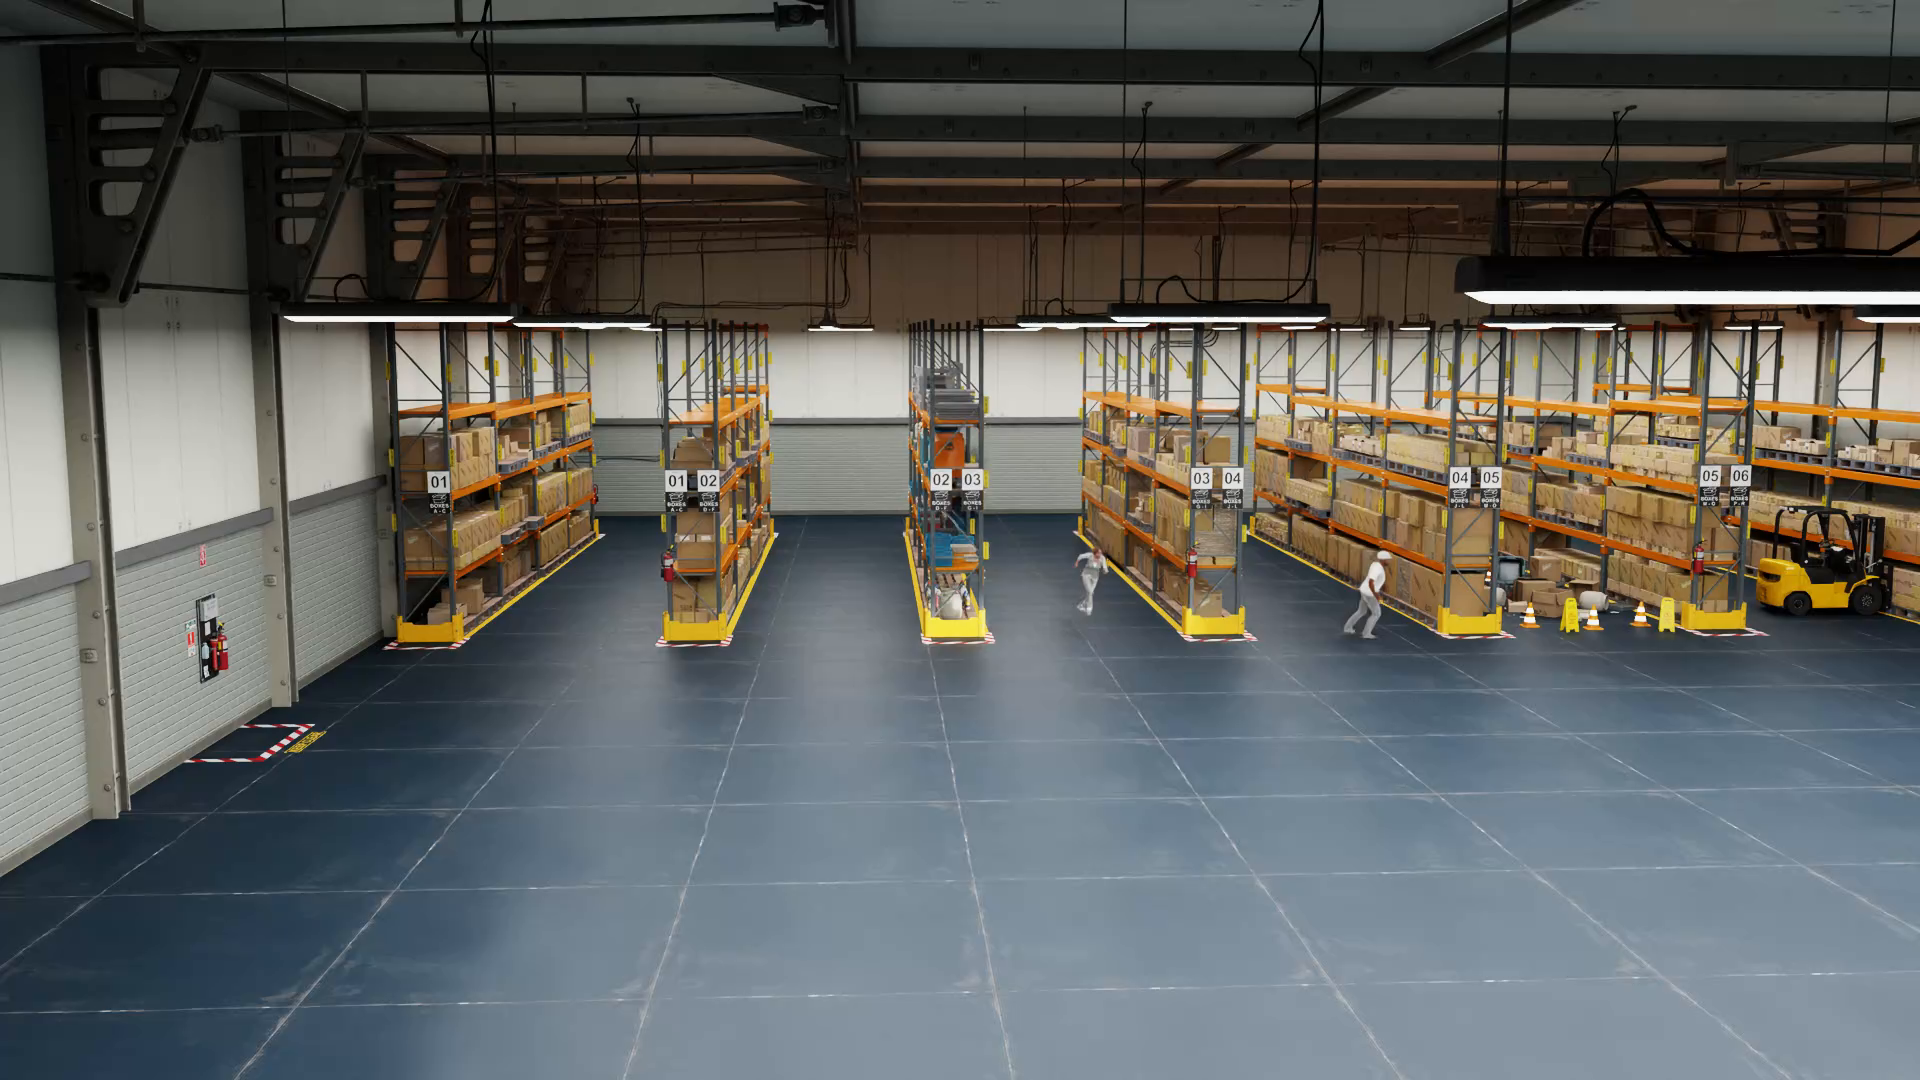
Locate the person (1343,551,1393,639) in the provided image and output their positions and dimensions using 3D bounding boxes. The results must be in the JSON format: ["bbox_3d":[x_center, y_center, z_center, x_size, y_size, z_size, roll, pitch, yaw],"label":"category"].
[{"bbox_3d":[7.711,1.027,31.391,0.854,1.672,0.712,1,7,7],"label":"person"}]

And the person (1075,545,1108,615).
[{"bbox_3d":[2.588,0.758,32.658,0.524,1.380,1.029,-2,7,-14],"label":"person"}]

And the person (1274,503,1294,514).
[{"bbox_3d":[9.801,-1.290,50.280,0.791,1.659,0.678,-4,8,-31],"label":"person"}]
